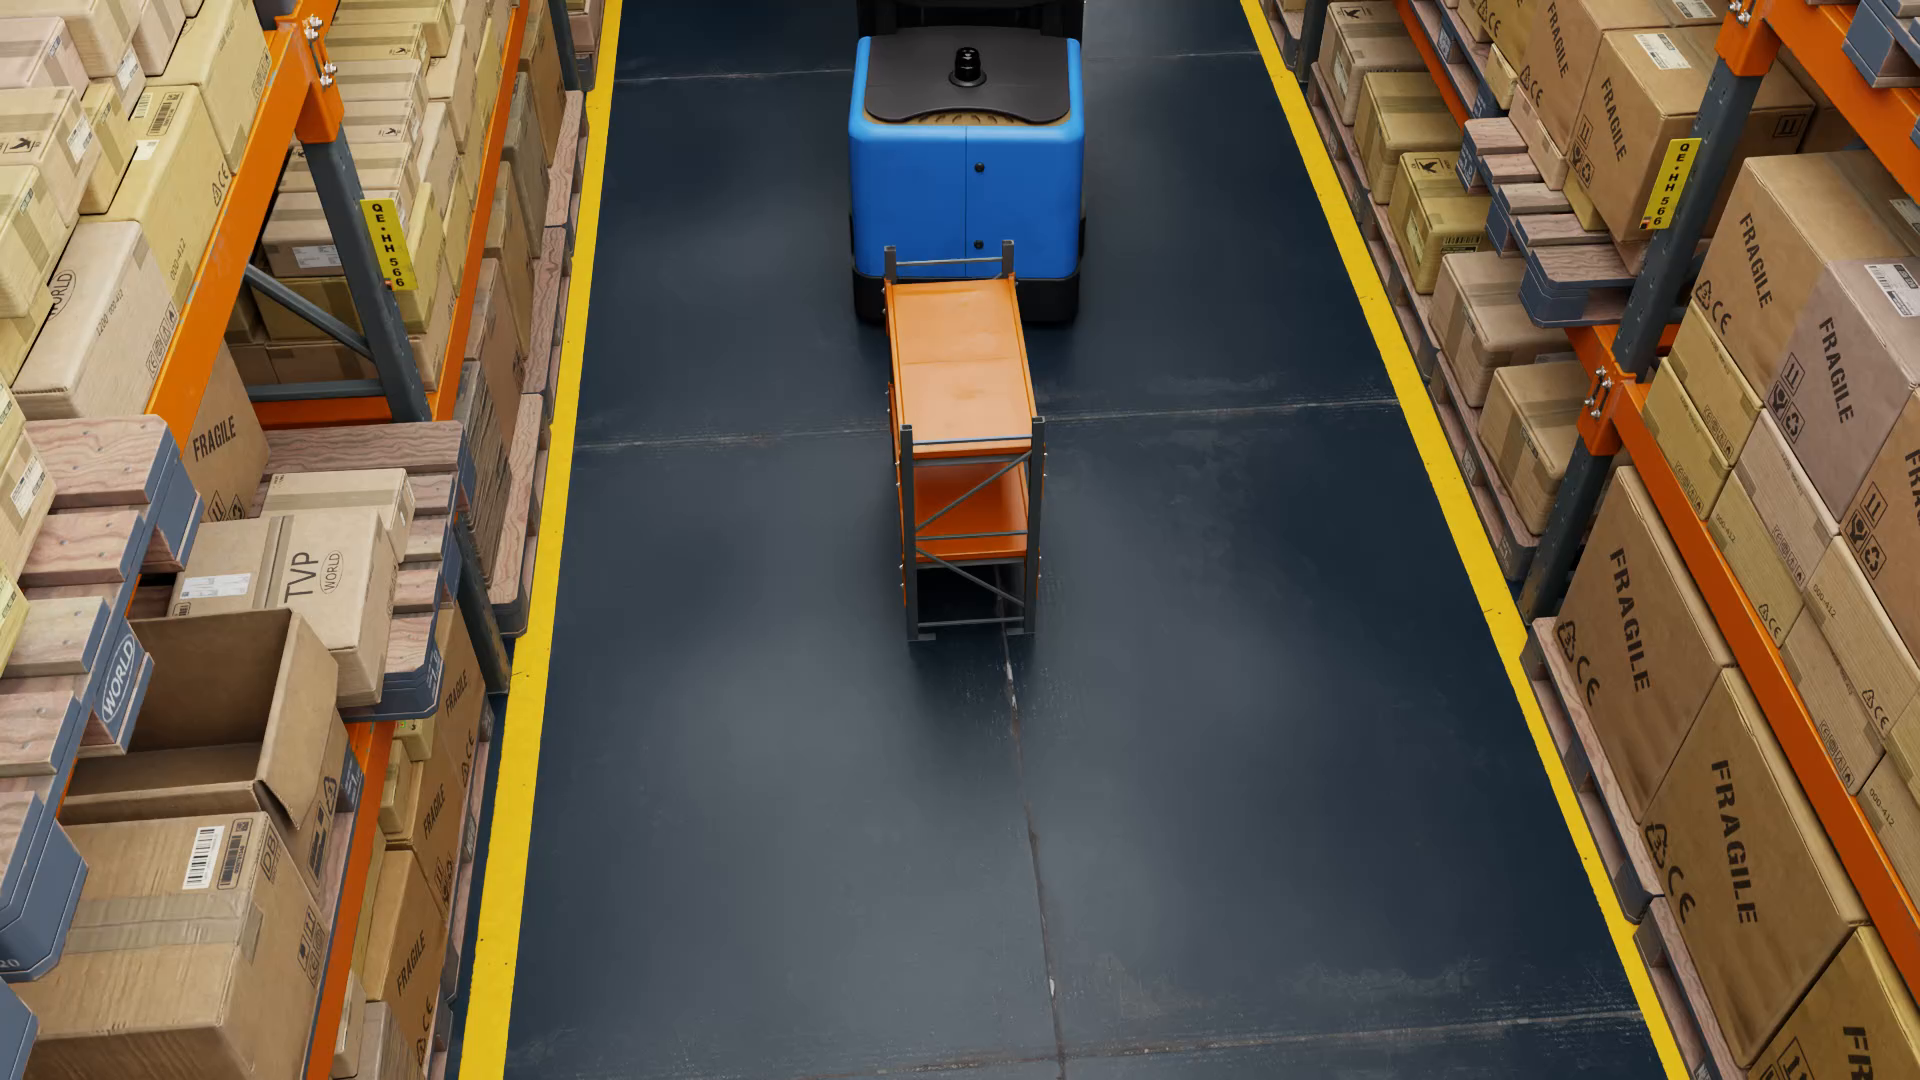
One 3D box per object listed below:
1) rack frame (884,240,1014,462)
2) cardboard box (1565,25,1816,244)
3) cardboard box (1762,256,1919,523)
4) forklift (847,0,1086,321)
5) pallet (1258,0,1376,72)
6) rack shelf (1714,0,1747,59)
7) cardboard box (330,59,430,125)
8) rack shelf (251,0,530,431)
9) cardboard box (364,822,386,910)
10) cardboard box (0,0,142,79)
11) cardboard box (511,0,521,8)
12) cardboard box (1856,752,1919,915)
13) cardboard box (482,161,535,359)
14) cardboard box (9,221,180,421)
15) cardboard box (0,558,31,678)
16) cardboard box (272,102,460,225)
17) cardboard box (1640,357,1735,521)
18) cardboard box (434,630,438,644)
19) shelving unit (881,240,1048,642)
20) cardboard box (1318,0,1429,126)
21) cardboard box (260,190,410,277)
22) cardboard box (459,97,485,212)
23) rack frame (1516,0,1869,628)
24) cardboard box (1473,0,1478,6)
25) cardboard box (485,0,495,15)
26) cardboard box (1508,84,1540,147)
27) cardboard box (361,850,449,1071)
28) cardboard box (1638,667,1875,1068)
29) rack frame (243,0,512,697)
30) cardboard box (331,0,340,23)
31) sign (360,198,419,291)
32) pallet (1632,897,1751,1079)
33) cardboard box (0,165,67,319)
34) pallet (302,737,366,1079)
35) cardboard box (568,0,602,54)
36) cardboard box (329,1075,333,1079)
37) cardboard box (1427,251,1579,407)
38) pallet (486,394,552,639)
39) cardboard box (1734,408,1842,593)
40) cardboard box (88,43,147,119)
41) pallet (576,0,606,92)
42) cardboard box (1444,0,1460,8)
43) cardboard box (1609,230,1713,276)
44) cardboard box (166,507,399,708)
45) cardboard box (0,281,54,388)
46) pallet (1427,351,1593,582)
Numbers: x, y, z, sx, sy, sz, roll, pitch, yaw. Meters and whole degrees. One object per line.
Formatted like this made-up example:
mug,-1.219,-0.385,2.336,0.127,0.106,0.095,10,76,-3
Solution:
rack frame,-0.042,-0.750,6.822,0.500,1.125,0.032,-3,47,-3
cardboard box,2.409,-1.353,5.539,0.500,0.500,0.500,-5,47,-4
cardboard box,2.573,-0.409,4.450,0.500,0.500,0.500,-3,47,-3
forklift,0.054,-3.082,7.787,1.130,2.935,3.031,1,47,1
pallet,2.298,-3.179,9.752,1.003,0.211,1.213,-3,47,-3
rack shelf,2.557,-2.991,6.083,1.077,0.370,4.000,-3,47,-3
cardboard box,-2.060,-1.528,5.752,0.380,0.149,0.250,-3,47,-3
rack shelf,-2.389,-1.656,6.884,1.077,0.370,4.000,-3,47,-3
cardboard box,-1.919,0.961,4.896,0.380,0.149,0.250,-2,47,-2
cardboard box,-1.908,-1.059,3.381,0.380,0.149,0.250,-5,47,-5
cardboard box,-2.206,-2.586,7.373,0.500,0.250,0.500,-4,47,-4
cardboard box,2.658,0.768,4.197,0.500,0.250,0.500,-3,47,-3
cardboard box,-2.379,-1.195,7.299,0.875,0.625,0.625,-5,47,-5
cardboard box,-1.852,-0.354,3.193,0.500,0.250,0.500,-3,47,-3
cardboard box,-1.615,0.151,2.427,0.380,0.149,0.250,-2,47,-2
cardboard box,-2.056,-1.275,5.787,0.500,0.250,0.500,-2,47,-2
cardboard box,2.515,-0.339,5.245,0.500,0.250,0.500,-4,47,-4
cardboard box,-1.928,0.378,5.448,0.380,0.149,0.250,-6,47,-5
shelving unit,0.001,-0.382,6.473,0.538,1.125,1.048,-3,47,-3
cardboard box,2.436,-2.516,8.724,0.950,0.372,0.625,-3,47,-3
cardboard box,-1.955,-0.962,5.216,0.380,0.149,0.250,-2,47,-2
cardboard box,-2.102,-1.477,6.322,0.500,0.250,0.500,-5,47,-5
rack frame,2.725,-0.760,5.541,1.000,3.000,0.127,-3,47,-3
cardboard box,2.267,-2.487,6.613,0.500,0.500,0.500,-5,47,-5
cardboard box,-2.173,-2.389,6.842,0.500,0.250,0.500,-3,47,-3
cardboard box,2.289,-1.593,6.213,0.380,0.149,0.250,-5,47,-5
cardboard box,-1.894,1.293,5.028,0.500,0.500,0.500,-2,47,-2
cardboard box,2.770,0.976,5.070,0.875,0.875,0.875,-3,47,-3
rack frame,-2.221,-0.456,5.252,1.000,3.000,0.127,-3,47,-3
cardboard box,-2.191,-2.077,6.272,0.380,0.149,0.250,-3,47,-3
sign,-1.681,-0.867,4.899,0.100,0.325,0.005,-3,47,-3
pallet,2.814,1.654,5.175,1.003,0.211,1.213,-3,47,-3
cardboard box,-1.789,-0.506,2.857,0.380,0.149,0.250,-3,47,-3
pallet,-2.054,1.017,3.990,1.003,0.211,1.213,-3,47,-3
cardboard box,-2.267,-2.919,9.190,0.500,0.250,0.500,-3,47,-3
cardboard box,-1.875,1.520,4.367,0.380,0.149,0.250,-3,47,-3
cardboard box,2.617,-0.944,7.235,0.950,0.372,0.625,-4,47,-4
pallet,-2.251,-0.095,6.831,1.003,0.211,1.213,-3,47,-3
cardboard box,2.563,-0.125,4.698,0.500,0.250,0.500,-2,47,-2
cardboard box,-1.953,-0.951,3.484,0.380,0.149,0.250,-3,47,-2
pallet,-2.581,-2.969,9.553,1.003,0.211,1.213,-3,47,-3
cardboard box,2.202,-2.349,6.929,0.380,0.149,0.250,-2,47,-2
cardboard box,2.463,-1.041,5.691,0.380,0.149,0.250,-2,47,-2
cardboard box,-1.811,0.195,4.450,0.500,0.250,0.500,-5,47,-5
cardboard box,-1.870,-0.399,2.961,0.380,0.149,0.250,-2,47,-2
pallet,2.661,-0.367,7.089,1.003,0.211,1.213,-3,47,-3
